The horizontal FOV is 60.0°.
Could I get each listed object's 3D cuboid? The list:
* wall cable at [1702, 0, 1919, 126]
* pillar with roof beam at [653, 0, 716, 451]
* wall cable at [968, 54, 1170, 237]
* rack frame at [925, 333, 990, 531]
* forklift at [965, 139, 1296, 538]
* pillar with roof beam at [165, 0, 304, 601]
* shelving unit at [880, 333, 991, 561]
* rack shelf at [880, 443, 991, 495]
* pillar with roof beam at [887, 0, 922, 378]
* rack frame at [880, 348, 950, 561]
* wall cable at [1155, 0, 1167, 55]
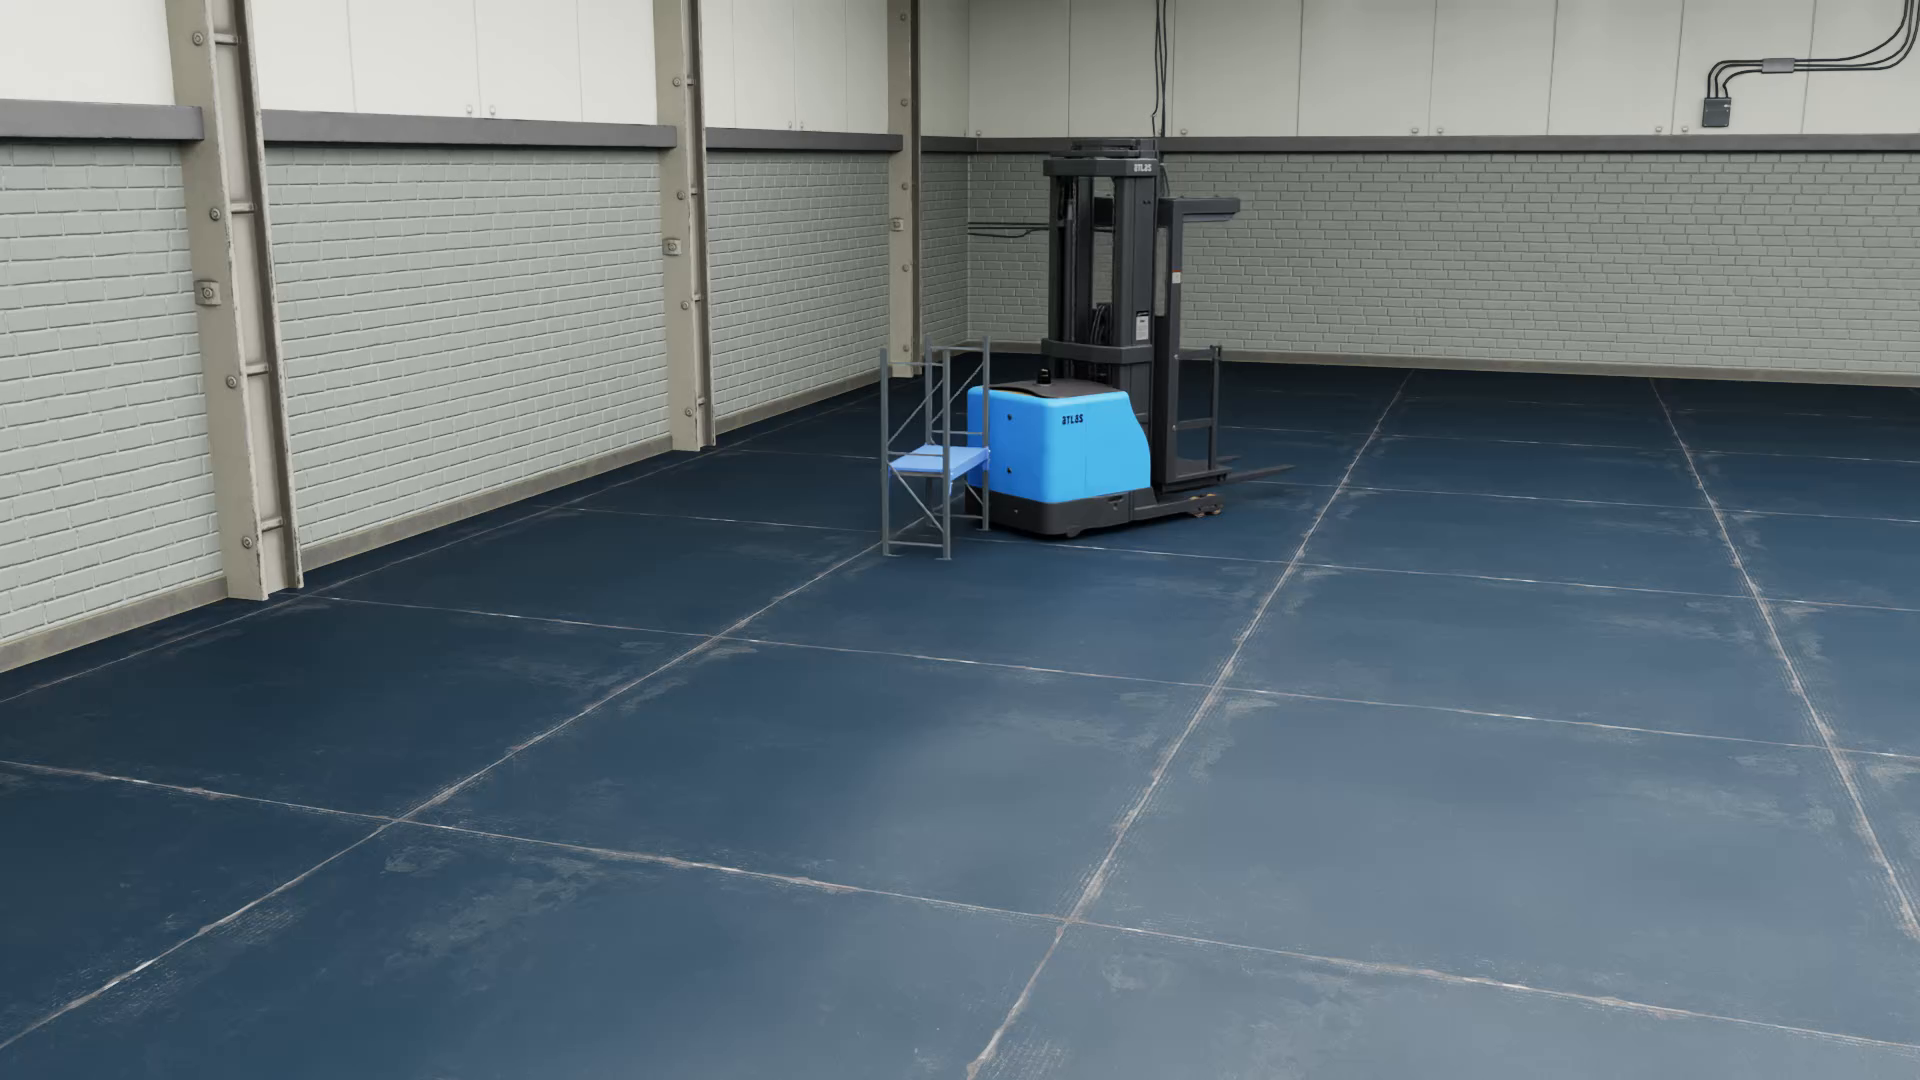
[{"bbox_3d":[10.469,-8.070,19.978,2.305,6.003,0.169,4,14,18],"label":"wall cable"},{"bbox_3d":[1.419,-5.000,14.172,9.100,9.000,0.400,4,14,18],"label":"pillar with roof beam"},{"bbox_3d":[1.491,-5.585,23.711,3.097,2.526,0.112,4,14,18],"label":"wall cable"},{"bbox_3d":[-0.021,-0.816,12.694,0.500,1.500,0.032,4,13,16],"label":"rack frame"},{"bbox_3d":[1.503,-1.690,13.303,3.031,2.935,1.130,-10,16,-38],"label":"forklift"},{"bbox_3d":[-0.523,-3.737,8.637,9.100,9.000,0.400,4,14,18],"label":"pillar with roof beam"},{"bbox_3d":[-0.168,-0.708,12.219,0.538,1.500,1.048,4,13,16],"label":"shelving unit"},{"bbox_3d":[-0.168,-0.533,12.259,0.538,0.185,1.000,4,13,16],"label":"rack shelf"},{"bbox_3d":[3.360,-6.263,19.707,9.100,9.000,0.400,4,14,18],"label":"pillar with roof beam"},{"bbox_3d":[-0.315,-0.600,11.745,0.500,1.500,0.032,4,13,16],"label":"rack frame"},{"bbox_3d":[4.051,-7.852,22.296,3.097,2.526,0.112,4,14,18],"label":"wall cable"}]
